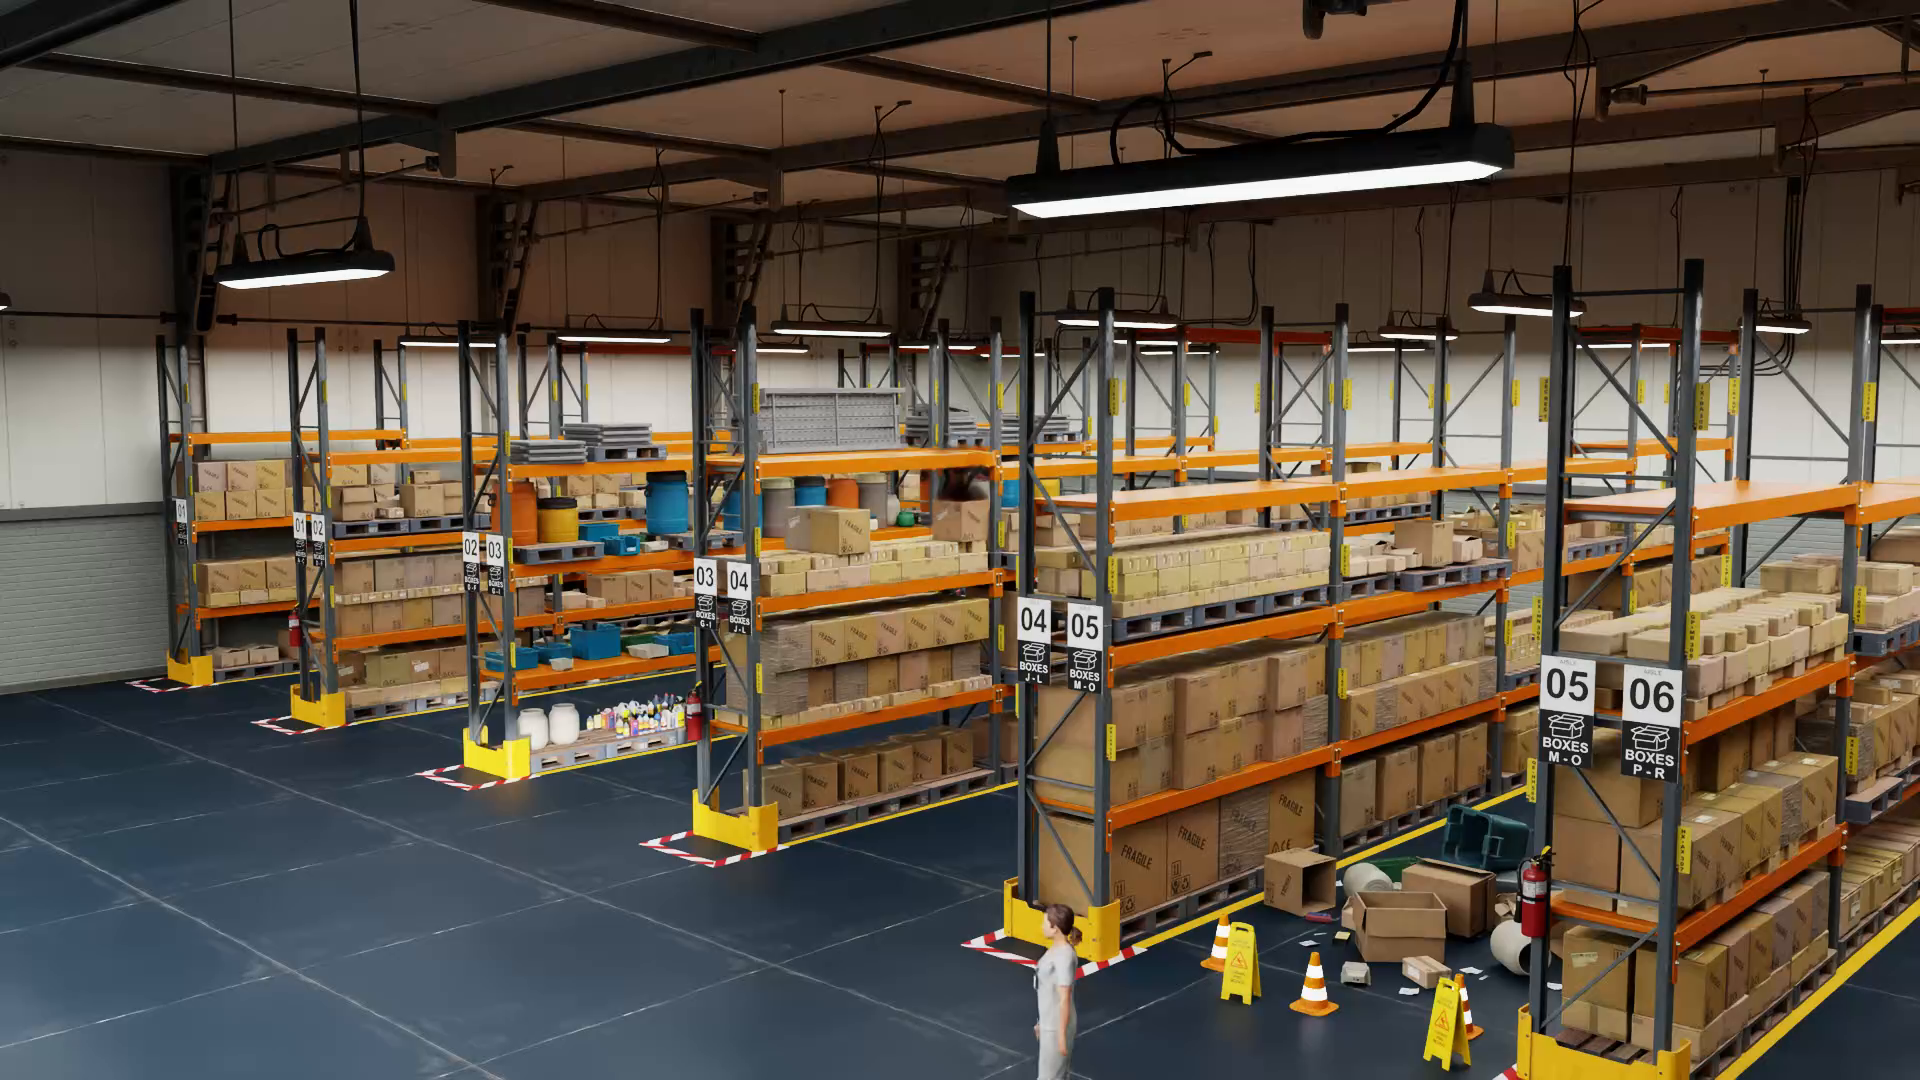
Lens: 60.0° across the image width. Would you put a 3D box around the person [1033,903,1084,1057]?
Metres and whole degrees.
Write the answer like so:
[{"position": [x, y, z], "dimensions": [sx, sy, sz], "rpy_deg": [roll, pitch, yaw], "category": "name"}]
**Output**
[{"position": [0.660, 2.929, 11.137], "dimensions": [0.341, 0.975, 0.492], "rpy_deg": [0, 5, 2], "category": "person"}]
